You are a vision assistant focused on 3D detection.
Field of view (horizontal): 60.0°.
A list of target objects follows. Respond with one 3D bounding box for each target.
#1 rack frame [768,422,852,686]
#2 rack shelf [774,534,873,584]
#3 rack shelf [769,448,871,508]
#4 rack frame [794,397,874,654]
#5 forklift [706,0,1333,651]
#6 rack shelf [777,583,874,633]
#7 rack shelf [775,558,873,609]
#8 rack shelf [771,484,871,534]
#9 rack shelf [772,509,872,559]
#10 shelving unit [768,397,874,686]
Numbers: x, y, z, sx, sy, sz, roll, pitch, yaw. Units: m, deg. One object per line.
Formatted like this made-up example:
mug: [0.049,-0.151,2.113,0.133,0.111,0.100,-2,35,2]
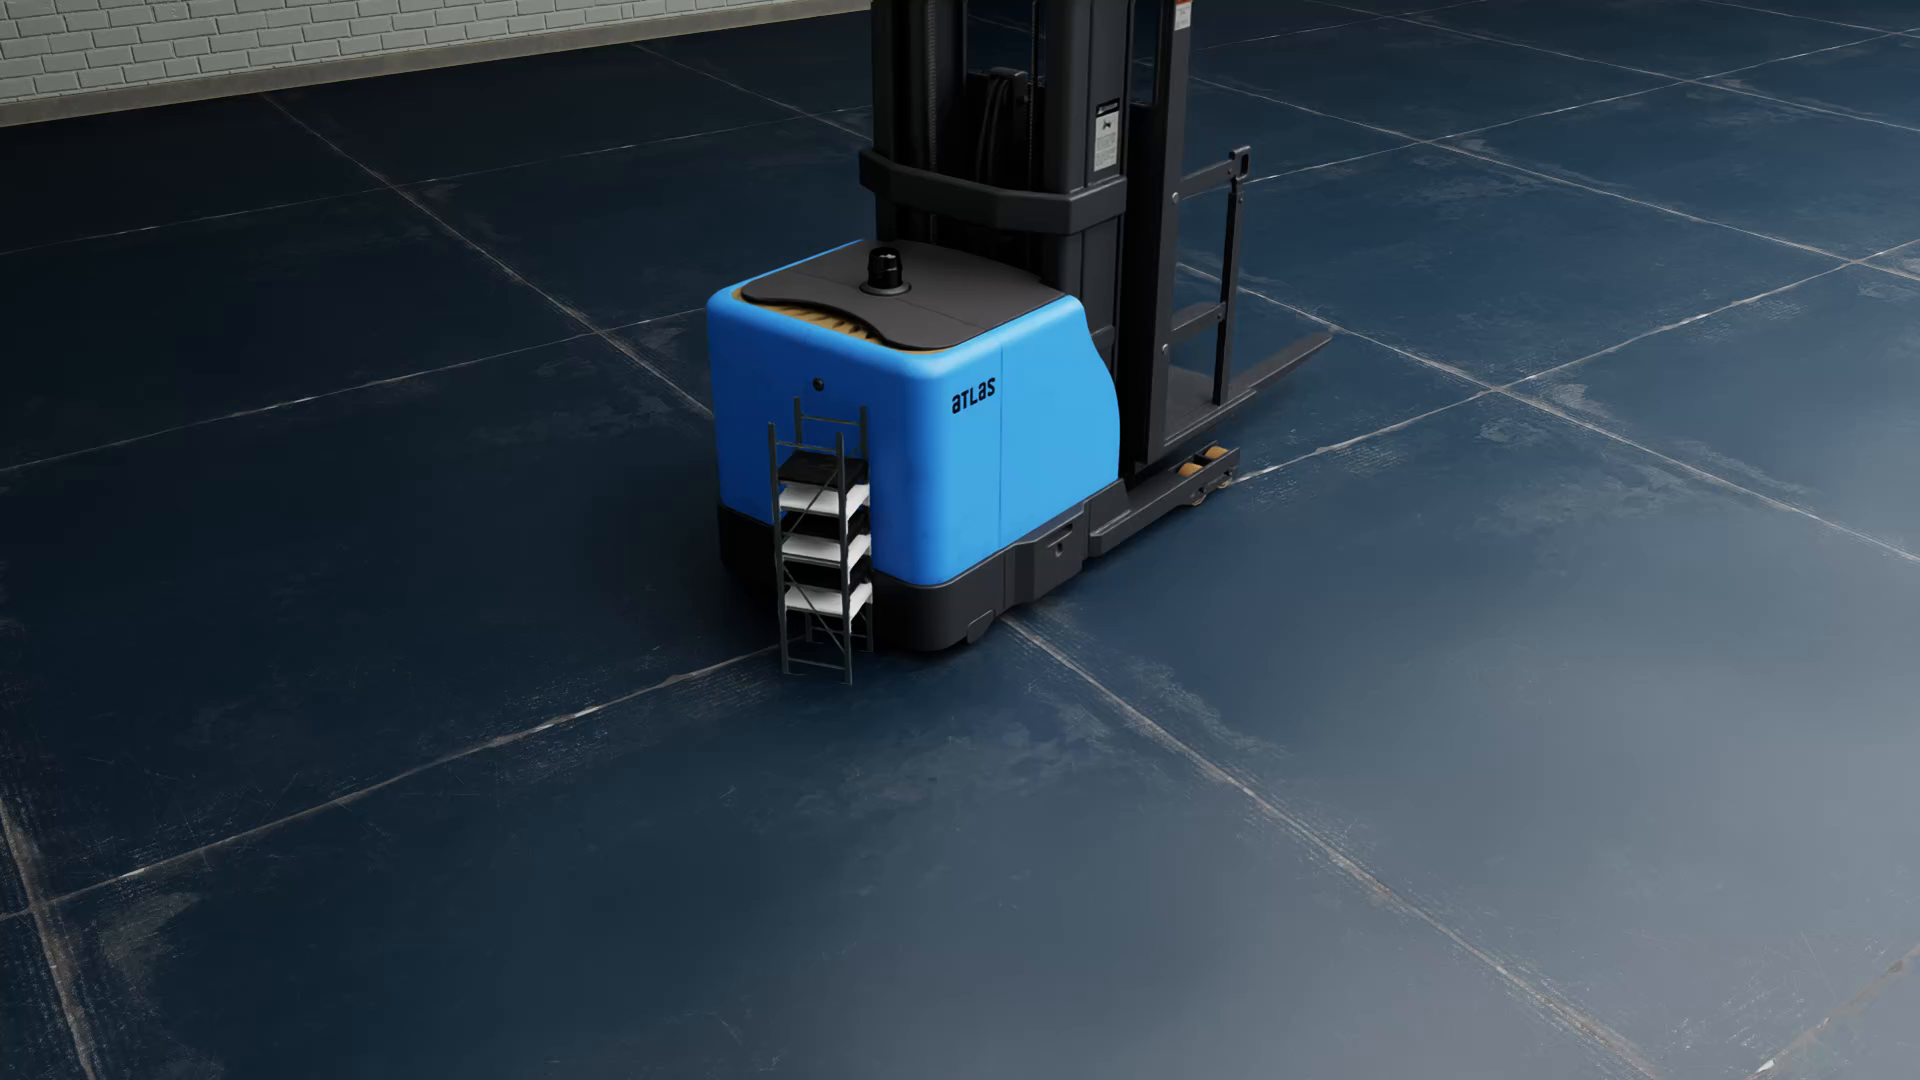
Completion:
rack frame: [-0.465,0.059,5.197,0.240,0.900,0.006,9,30,15]
rack shelf: [-0.434,0.042,5.299,0.258,0.077,0.200,9,30,15]
rack shelf: [-0.434,-0.195,5.170,0.258,0.077,0.200,9,30,15]
rack frame: [-0.403,-0.033,5.368,0.240,0.900,0.006,9,30,15]
forklift: [0.463,-1.557,6.046,1.130,2.935,3.031,21,35,34]
rack shelf: [-0.434,0.200,5.385,0.258,0.077,0.200,9,30,15]
rack shelf: [-0.434,0.121,5.342,0.258,0.077,0.200,9,30,15]
rack shelf: [-0.434,-0.116,5.213,0.258,0.077,0.200,9,30,15]
rack shelf: [-0.434,-0.037,5.256,0.258,0.077,0.200,9,30,15]
shelving unit: [-0.434,0.013,5.283,0.258,0.900,0.210,9,30,15]
